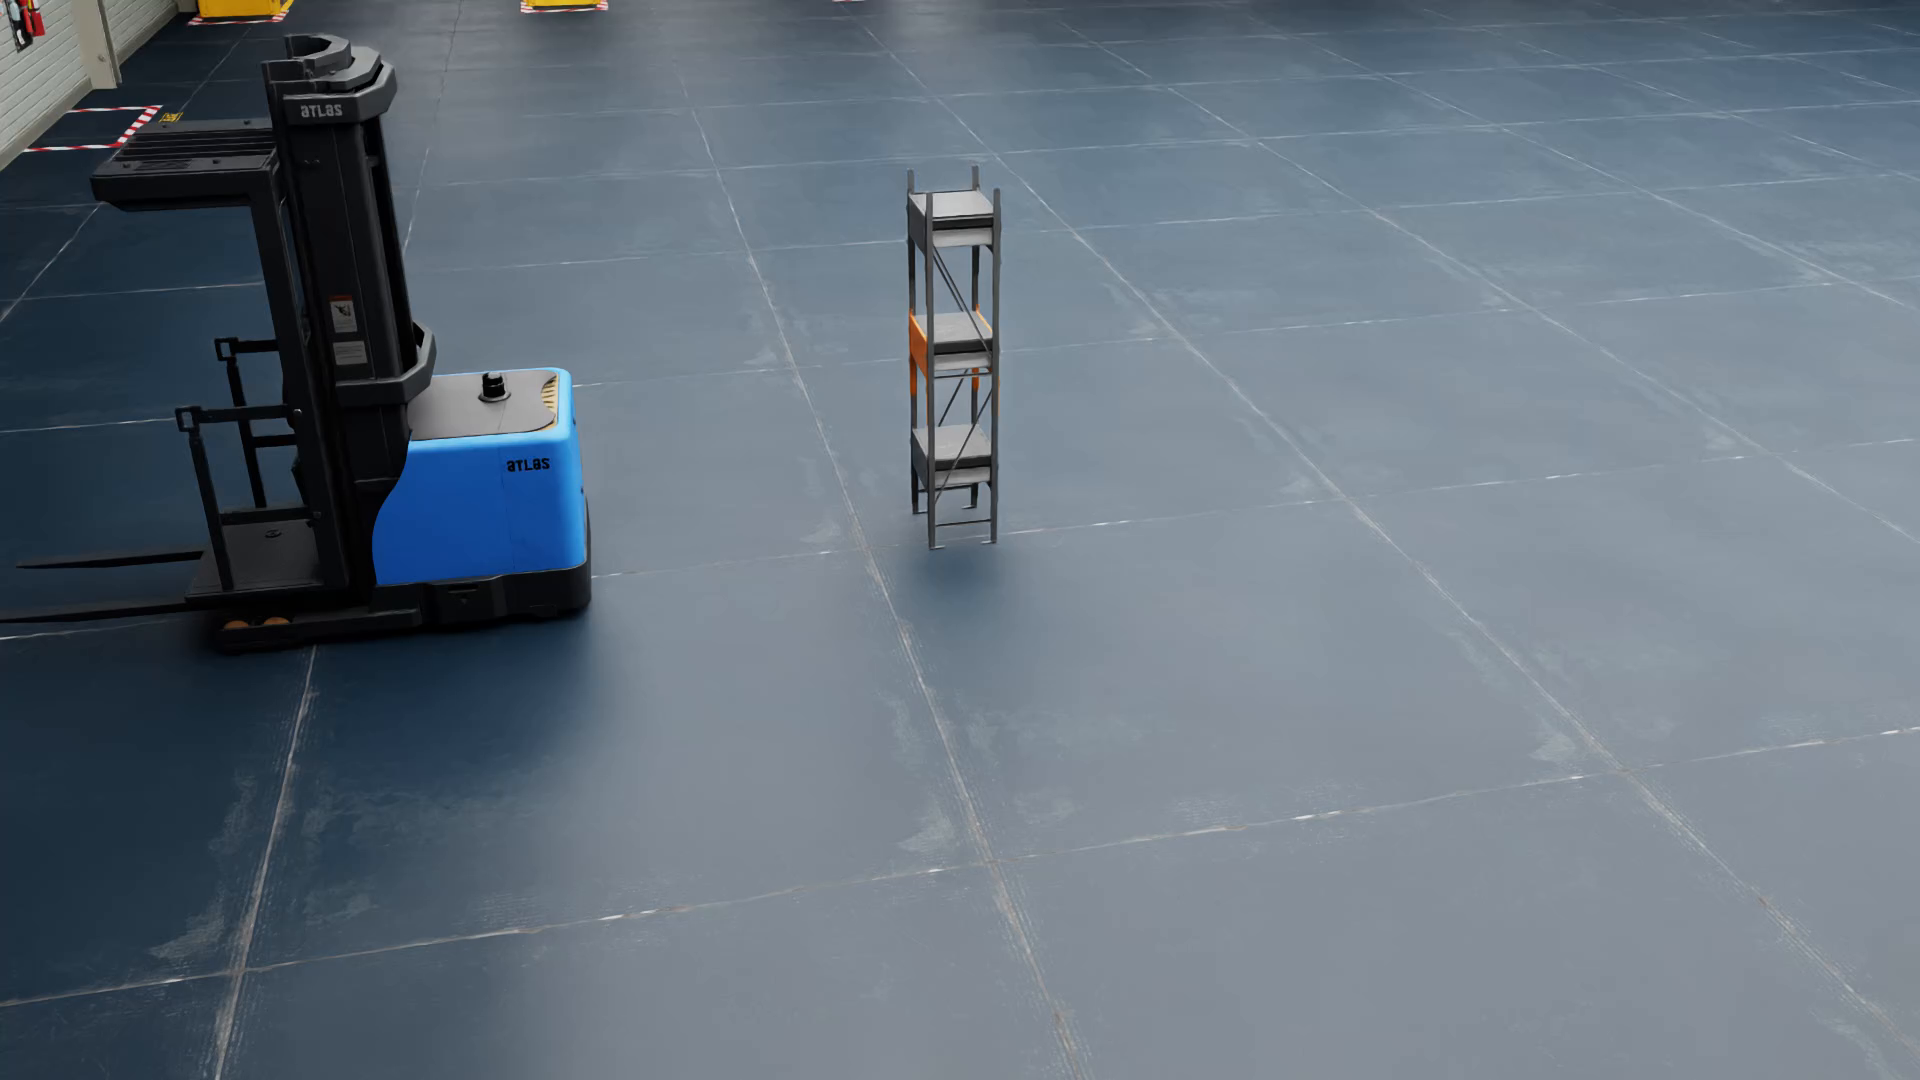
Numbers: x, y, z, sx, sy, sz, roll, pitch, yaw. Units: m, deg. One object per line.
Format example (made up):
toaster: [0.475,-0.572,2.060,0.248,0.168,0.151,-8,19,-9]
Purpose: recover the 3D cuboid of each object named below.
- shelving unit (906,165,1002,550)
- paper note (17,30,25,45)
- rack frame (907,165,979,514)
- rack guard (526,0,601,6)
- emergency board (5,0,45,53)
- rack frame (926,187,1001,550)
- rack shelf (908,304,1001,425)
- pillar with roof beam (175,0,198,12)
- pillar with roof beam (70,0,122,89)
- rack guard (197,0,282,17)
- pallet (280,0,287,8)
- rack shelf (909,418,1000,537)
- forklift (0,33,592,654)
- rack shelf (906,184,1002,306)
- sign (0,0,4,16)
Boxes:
shelving unit: [-0.037,-1.010,9.421,0.431,2.100,0.503,-6,27,-12]
paper note: [-10.423,-5.581,18.455,0.016,0.148,0.142,-6,27,-12]
rack frame: [-0.092,-1.117,9.633,0.400,2.100,0.015,-6,27,-12]
rack guard: [-6.436,-8.940,26.908,1.175,0.500,0.348,-6,27,-12]
emergency board: [-10.396,-6.059,18.425,0.194,1.169,0.643,-6,27,-12]
rack frame: [0.018,-0.903,9.209,0.400,2.100,0.015,-6,27,-12]
rack shelf: [-0.037,-0.998,9.427,0.431,0.518,0.480,-6,27,-12]
pillar with roof beam: [-8.073,-12.897,25.315,9.100,9.000,0.400,-6,27,-12]
pillar with roof beam: [-6.721,-10.263,20.096,9.100,9.000,0.400,-6,27,-12]
rack guard: [-11.284,-8.479,25.995,1.175,0.500,0.348,-6,27,-12]
pallet: [-11.433,-8.711,26.774,1.003,0.211,1.213,-6,27,-12]
rack shelf: [-0.037,-0.373,9.742,0.431,0.518,0.480,-6,27,-12]
forklift: [-3.557,-0.981,8.441,3.031,2.935,1.130,-5,27,-10]
rack shelf: [-0.037,-1.623,9.112,0.431,0.518,0.480,-6,27,-12]
sign: [-10.372,-5.821,17.915,0.001,0.329,0.234,-6,27,-12]
